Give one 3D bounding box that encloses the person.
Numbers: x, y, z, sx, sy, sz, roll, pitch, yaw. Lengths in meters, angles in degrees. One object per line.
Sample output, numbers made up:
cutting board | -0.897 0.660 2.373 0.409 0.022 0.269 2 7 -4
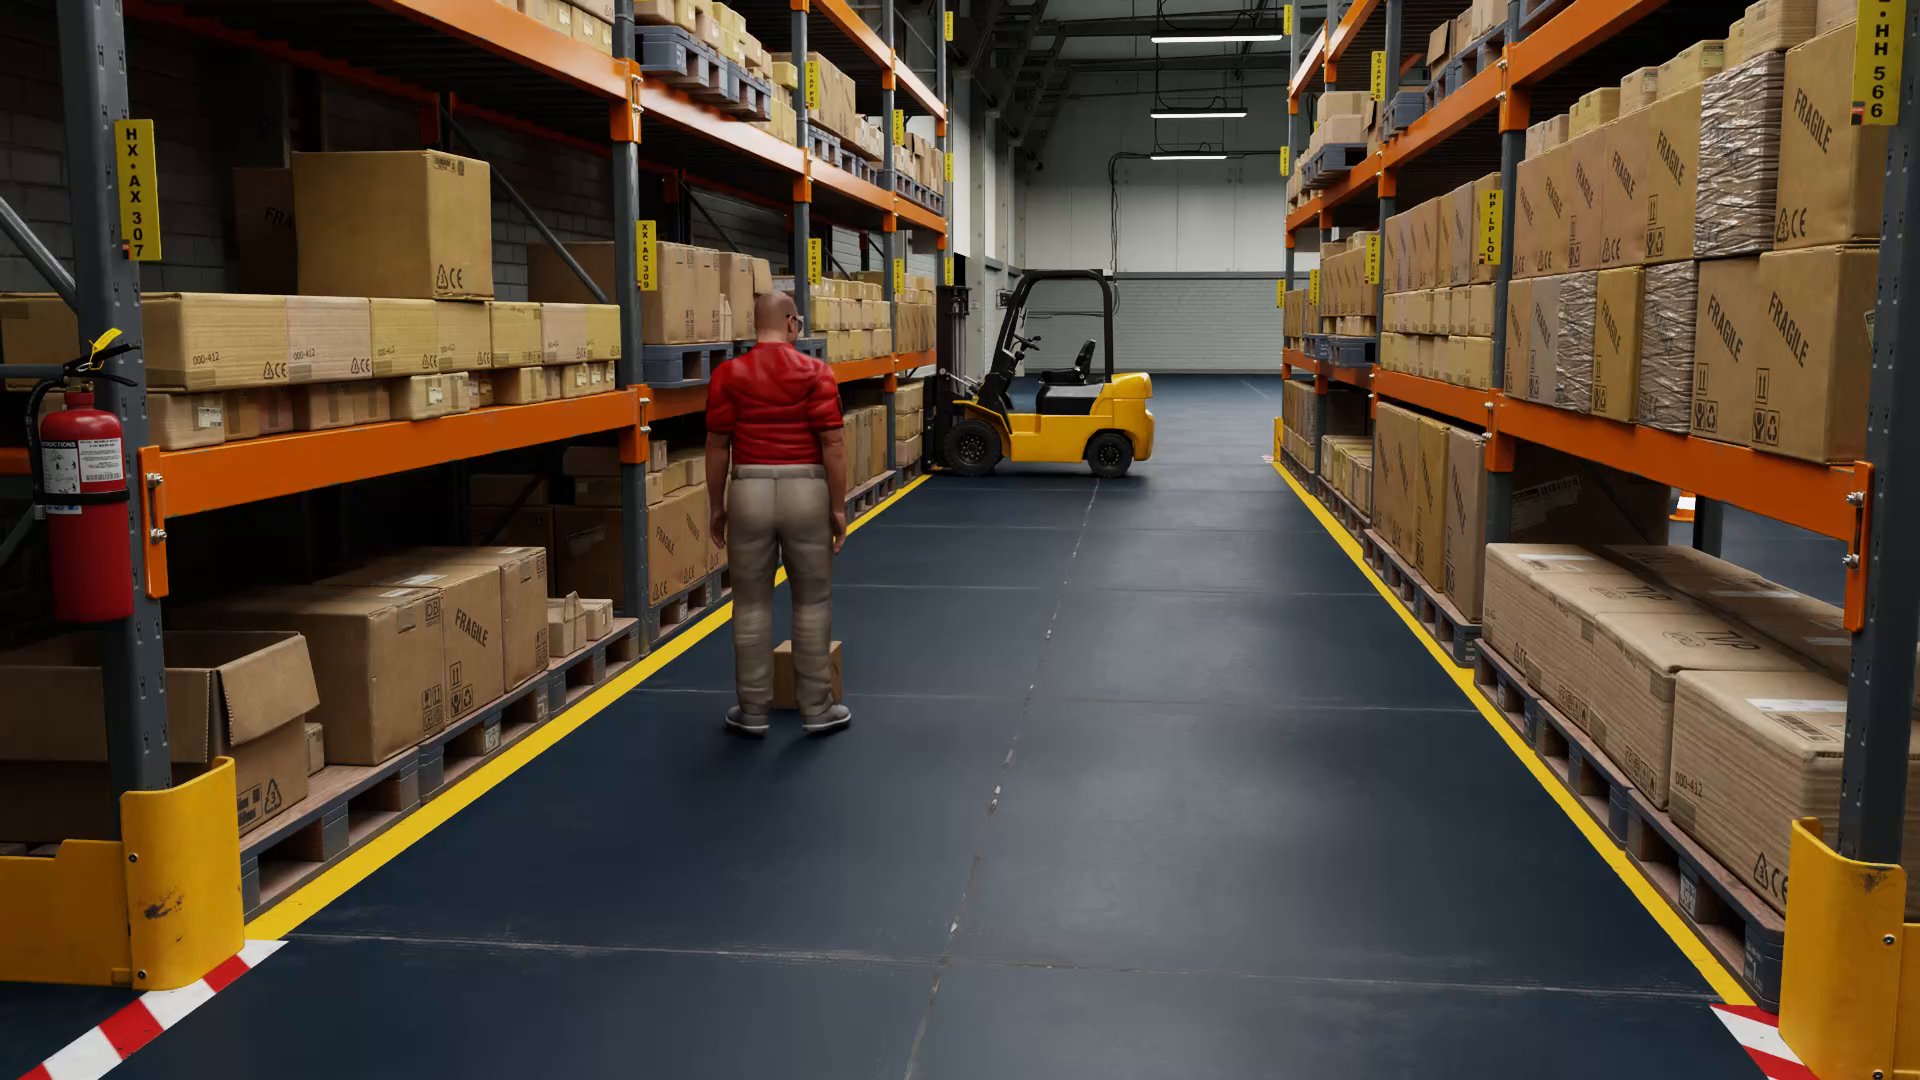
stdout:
person | -0.717 -0.107 6.534 0.559 1.731 0.358 0 8 0
